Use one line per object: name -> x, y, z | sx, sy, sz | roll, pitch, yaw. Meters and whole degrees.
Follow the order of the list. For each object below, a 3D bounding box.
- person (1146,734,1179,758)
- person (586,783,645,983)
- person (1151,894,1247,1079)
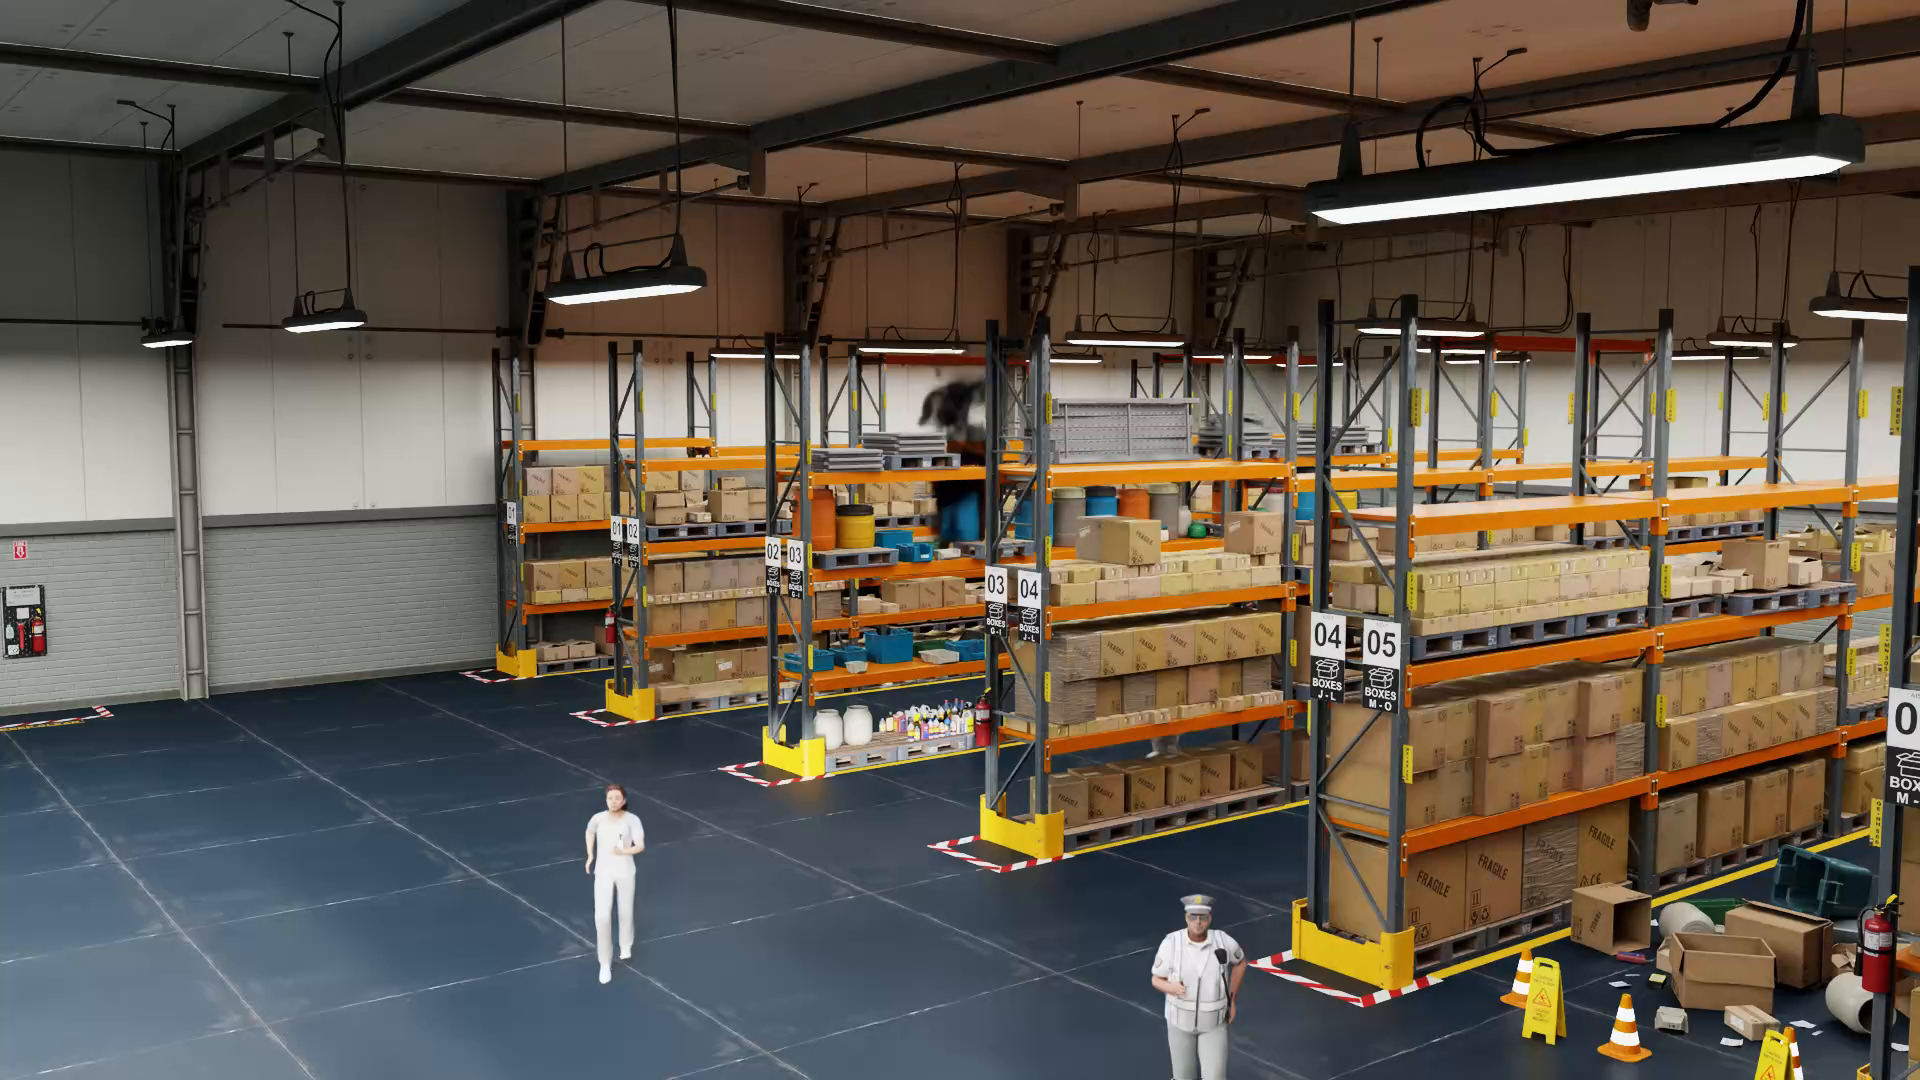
person -> 2.646, 2.064, 22.183 | 0.600, 1.752, 0.706 | -5, 7, -43
person -> -3.082, 3.026, 14.868 | 0.538, 1.722, 0.753 | -1, 5, -7
person -> 1.615, 3.304, 11.284 | 0.639, 1.843, 0.723 | 1, 5, 10
